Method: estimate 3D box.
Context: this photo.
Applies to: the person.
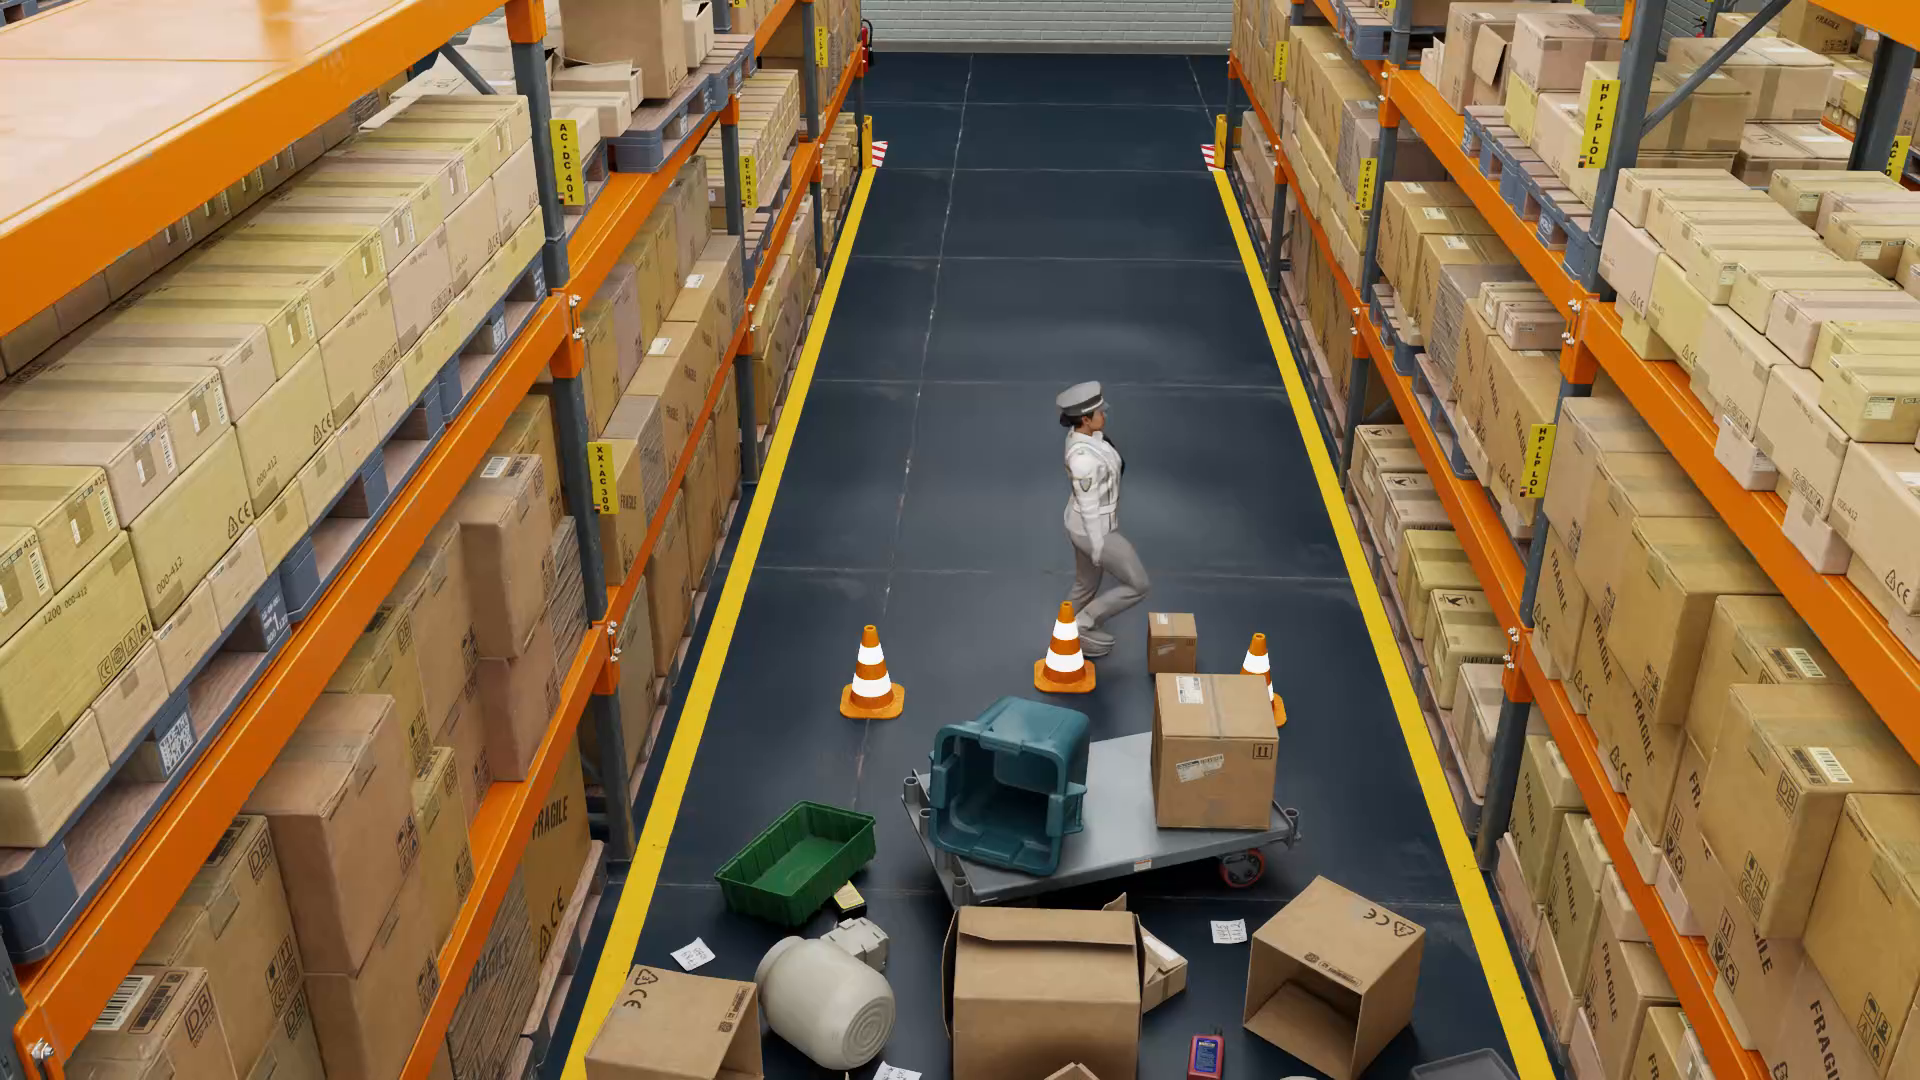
[{"bbox_3d":[0.764,-0.060,8.945,0.536,1.681,0.465,2,28,3],"label":"person"}]
